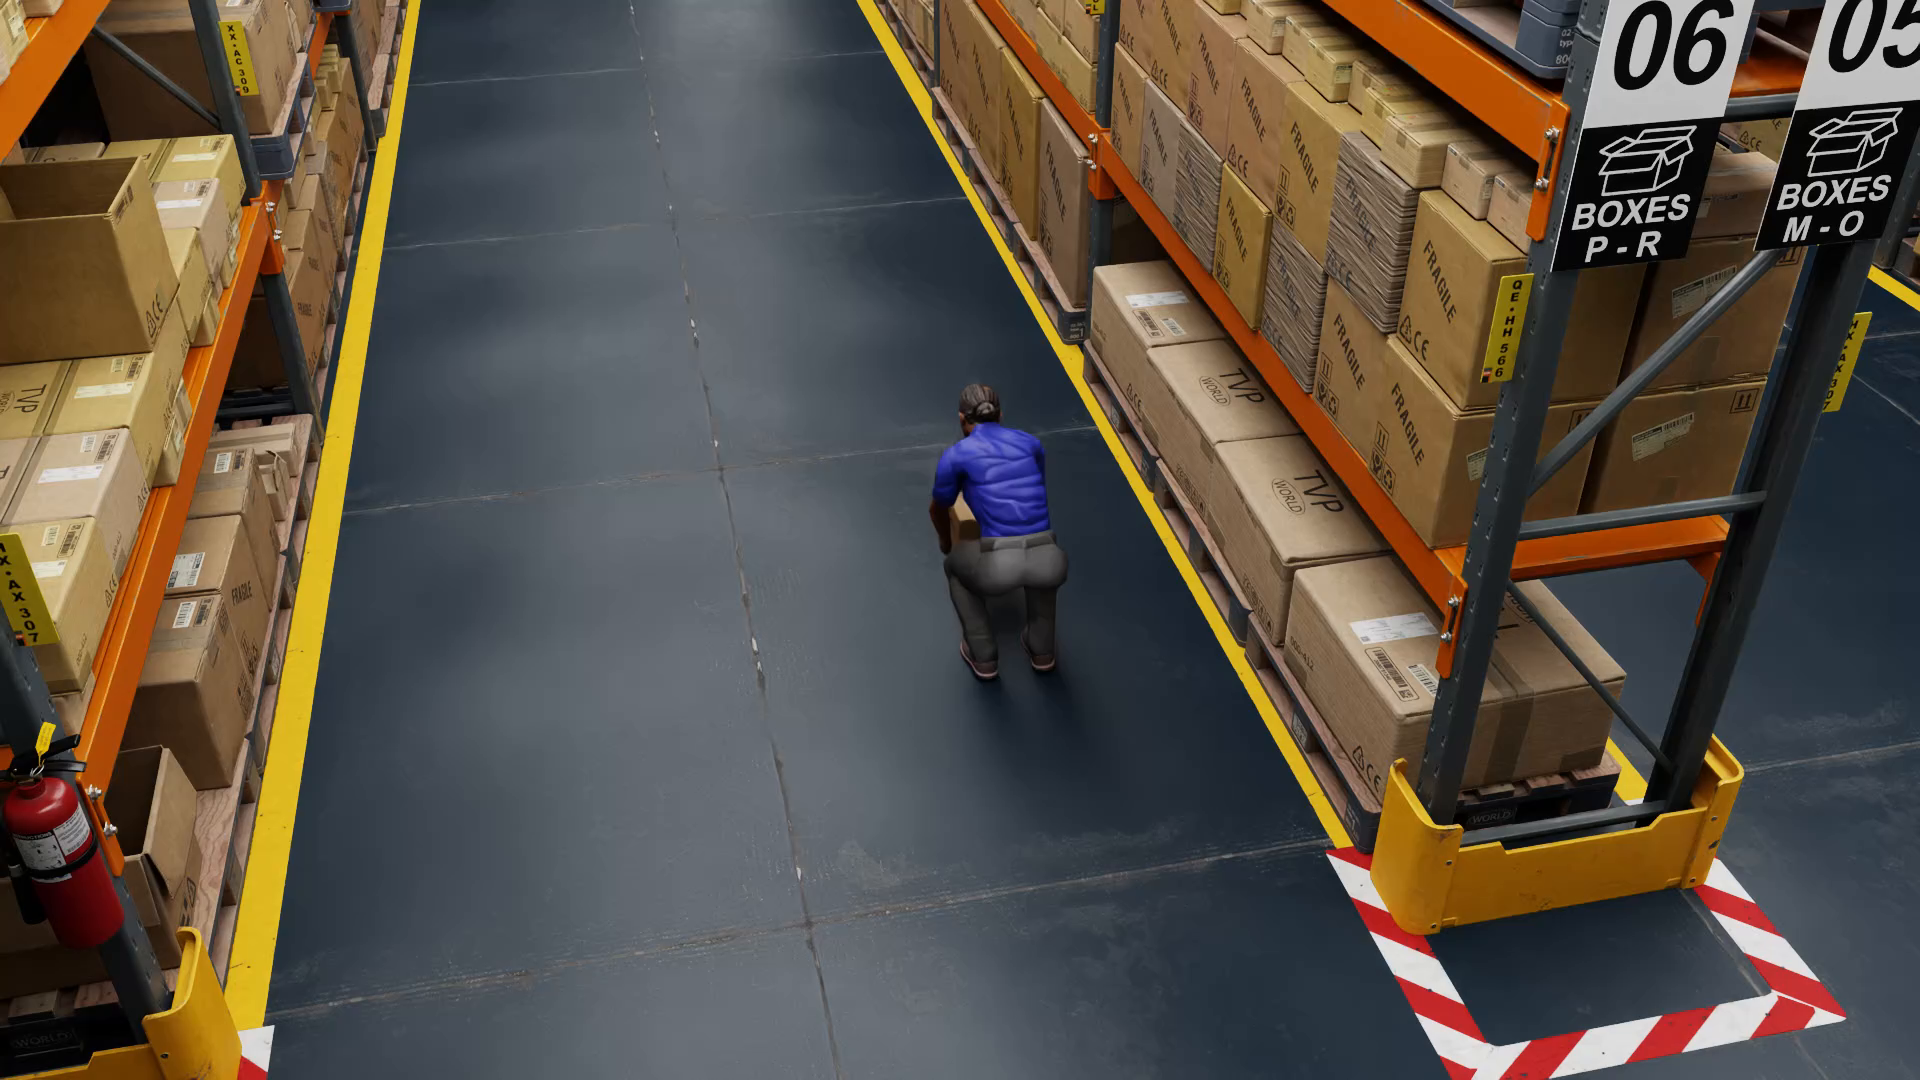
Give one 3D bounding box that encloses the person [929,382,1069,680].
[{"bbox_3d":[0.154,-0.005,6.660,0.499,1.092,0.747,-6,35,-9],"label":"person"}]
